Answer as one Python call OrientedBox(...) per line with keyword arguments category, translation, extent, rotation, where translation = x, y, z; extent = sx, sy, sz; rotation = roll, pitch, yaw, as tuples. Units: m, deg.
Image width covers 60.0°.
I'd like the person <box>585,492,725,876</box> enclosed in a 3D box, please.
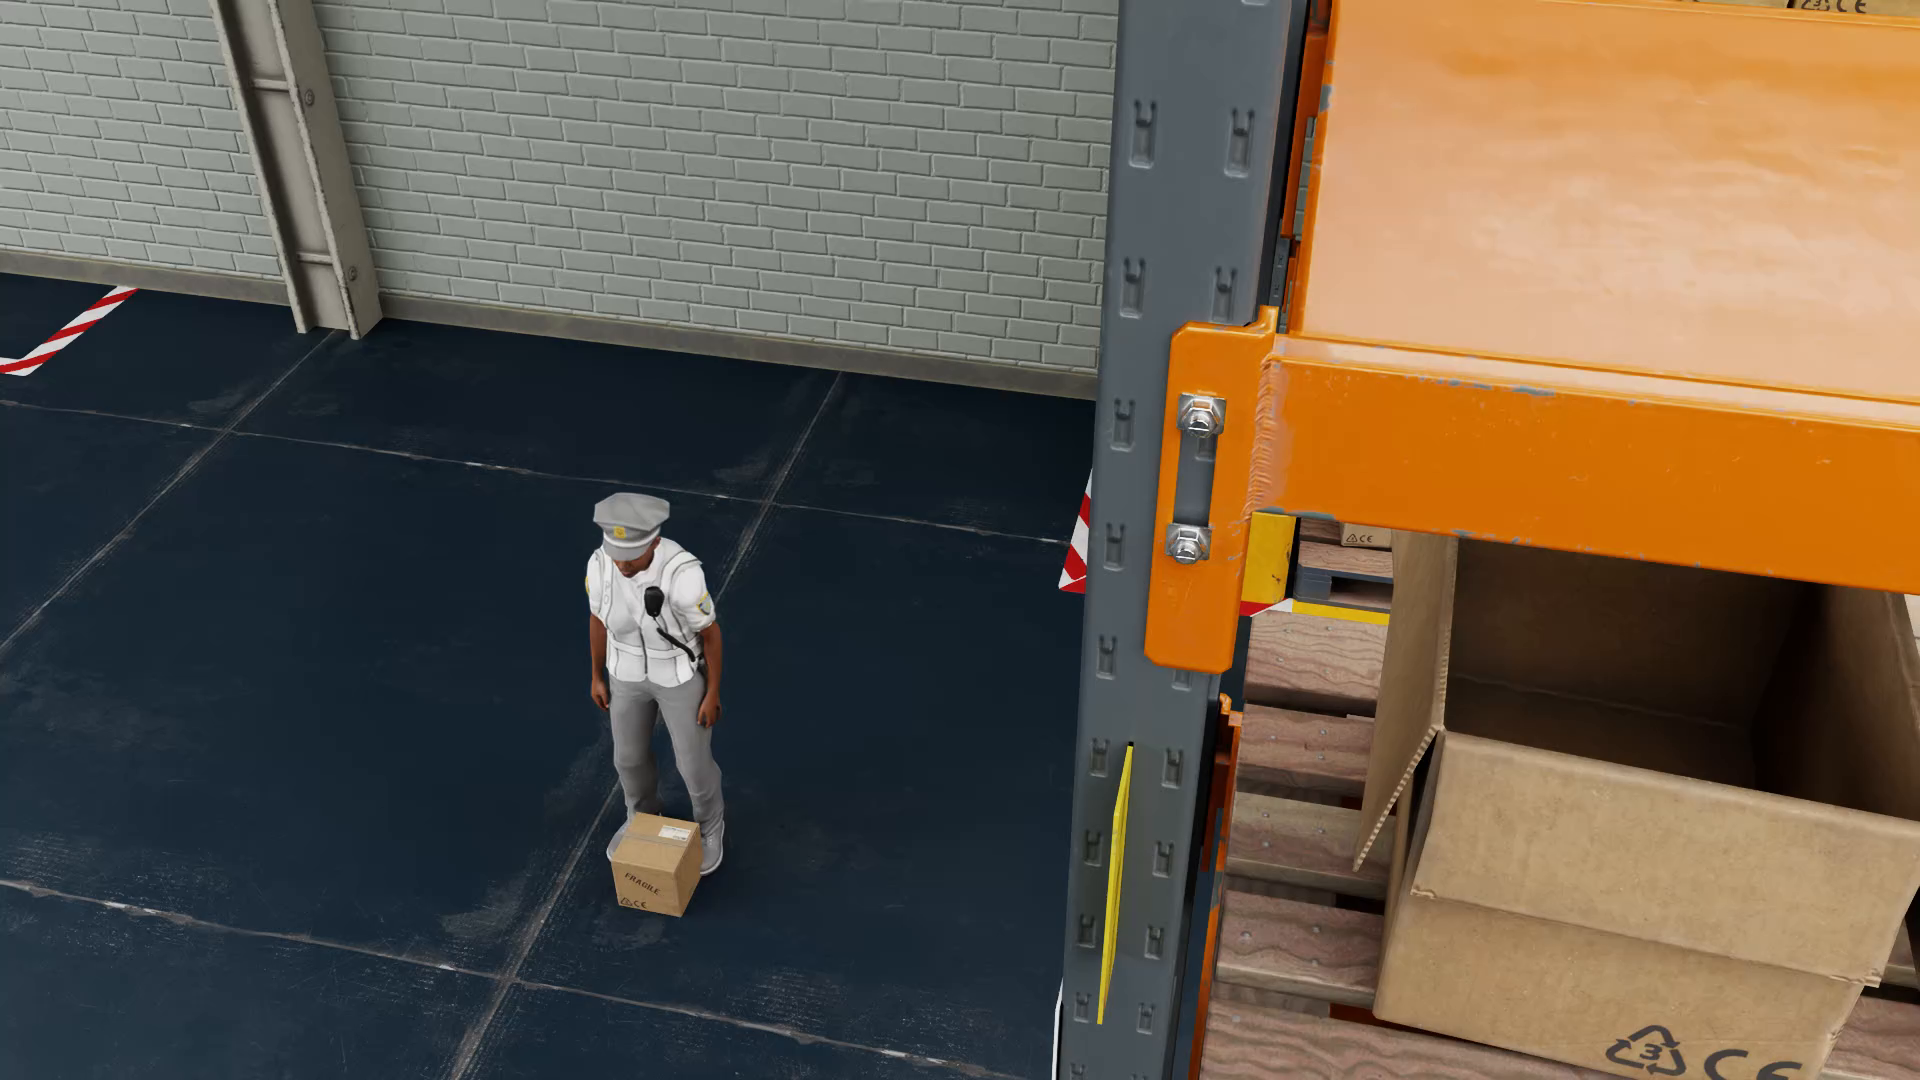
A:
OrientedBox(category="person", translation=(-1.089, 0.508, 5.970), extent=(0.506, 1.660, 0.392), rotation=(8, 37, 10))
